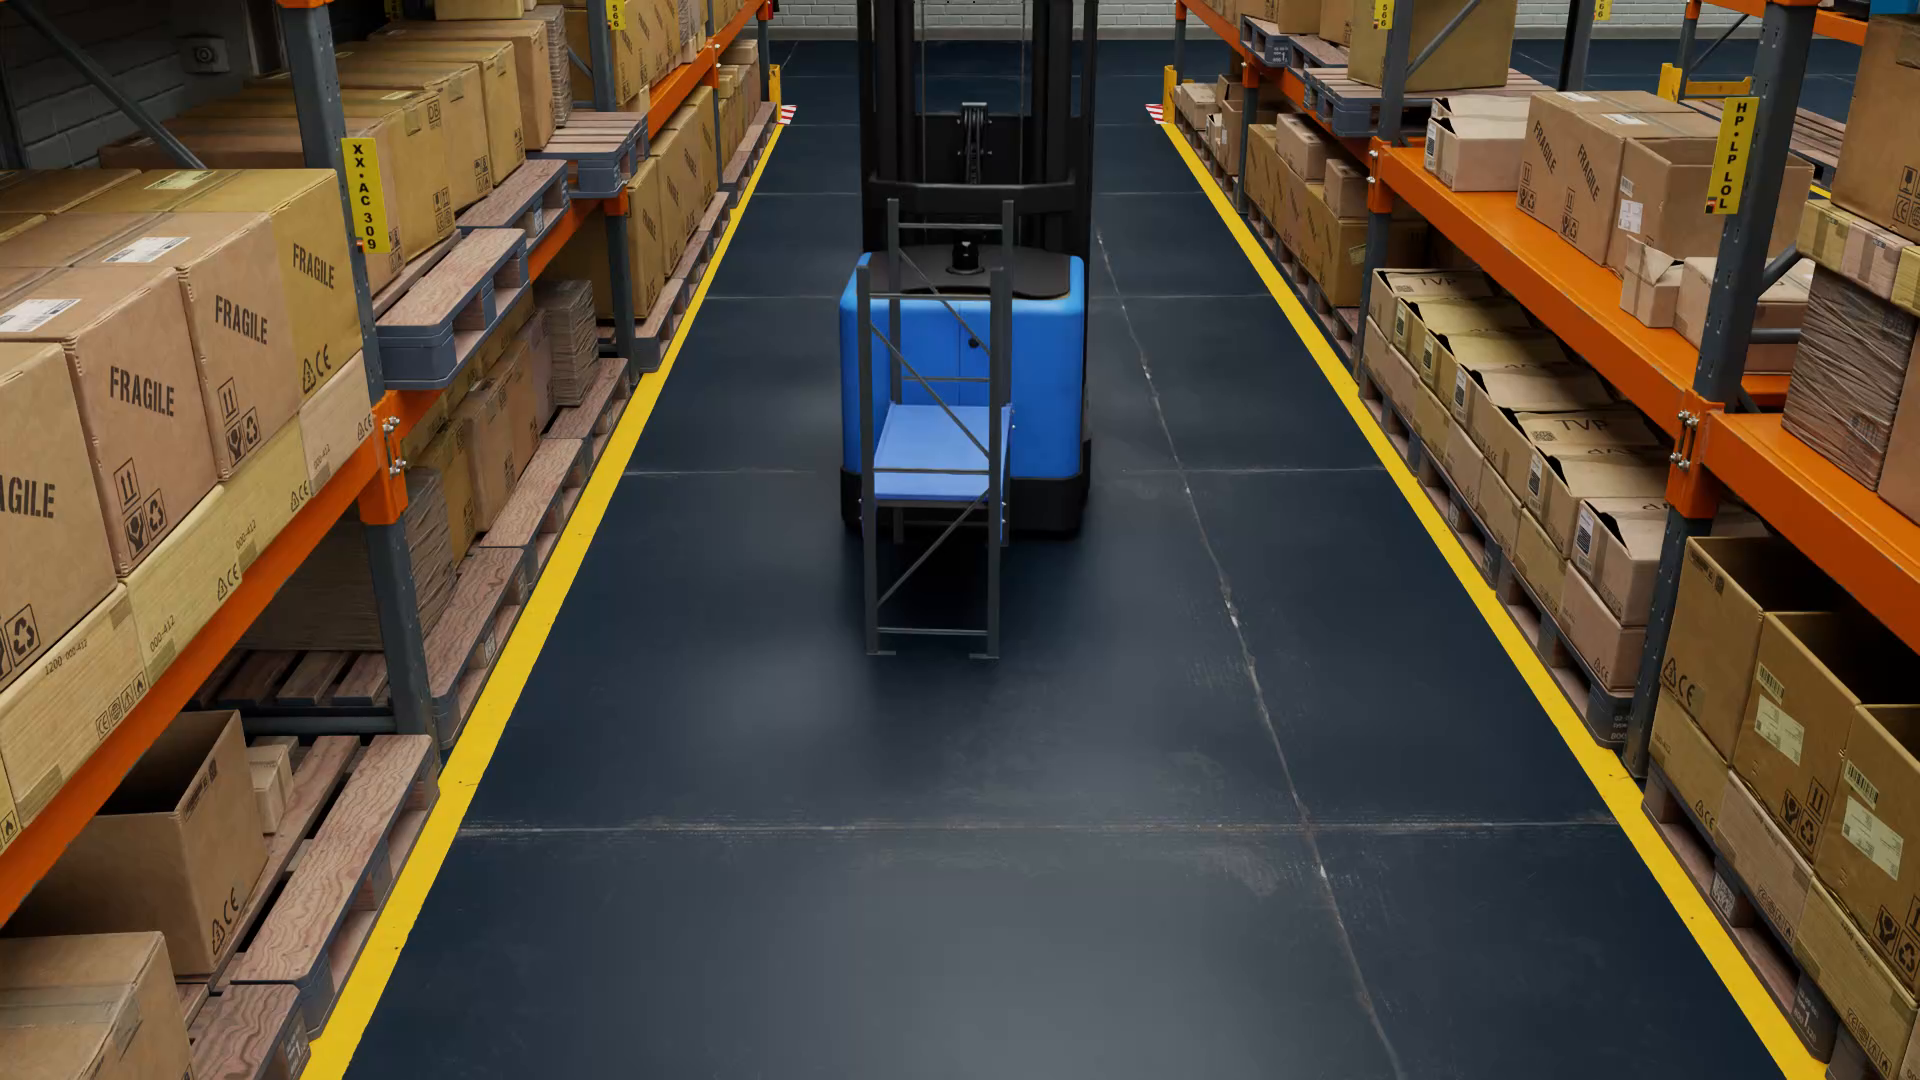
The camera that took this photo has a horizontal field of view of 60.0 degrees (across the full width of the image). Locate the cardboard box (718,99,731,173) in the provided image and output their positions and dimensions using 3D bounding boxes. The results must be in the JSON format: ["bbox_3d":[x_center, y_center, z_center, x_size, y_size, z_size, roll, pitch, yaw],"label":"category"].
[{"bbox_3d":[-2.222,-3.232,13.279,0.700,0.500,0.500,0,24,0],"label":"cardboard box"}]

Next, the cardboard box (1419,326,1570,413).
[{"bbox_3d":[2.410,-0.797,7.518,0.500,0.311,0.500,-1,24,-2],"label":"cardboard box"}]

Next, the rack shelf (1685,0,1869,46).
[{"bbox_3d":[7.569,-4.412,14.237,1.077,0.370,4.000,0,24,-1],"label":"rack shelf"}]

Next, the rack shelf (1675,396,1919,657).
[{"bbox_3d":[2.746,0.554,3.258,1.077,0.370,4.000,0,24,-1],"label":"rack shelf"}]

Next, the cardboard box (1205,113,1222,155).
[{"bbox_3d":[2.339,-3.412,13.884,0.500,0.311,0.500,0,24,-1],"label":"cardboard box"}]

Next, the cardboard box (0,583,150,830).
[{"bbox_3d":[-1.896,0.299,3.107,0.500,0.250,0.500,0,24,0],"label":"cardboard box"}]

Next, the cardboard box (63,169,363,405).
[{"bbox_3d":[-1.914,-0.663,4.324,0.500,0.500,0.500,0,24,-1],"label":"cardboard box"}]

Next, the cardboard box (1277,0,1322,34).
[{"bbox_3d":[2.490,-3.652,11.054,0.700,0.500,0.500,4,25,8],"label":"cardboard box"}]

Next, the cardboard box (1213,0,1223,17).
[{"bbox_3d":[2.360,-4.569,13.591,0.500,0.500,0.500,0,24,1],"label":"cardboard box"}]

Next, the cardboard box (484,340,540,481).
[{"bbox_3d":[-2.289,-0.570,7.370,0.700,0.500,0.500,0,24,-1],"label":"cardboard box"}]

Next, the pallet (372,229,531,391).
[{"bbox_3d":[-2.092,-0.802,5.617,1.003,0.211,1.213,0,24,-1],"label":"pallet"}]

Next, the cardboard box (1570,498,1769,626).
[{"bbox_3d":[2.433,0.042,5.663,0.500,0.311,0.500,0,24,-1],"label":"cardboard box"}]

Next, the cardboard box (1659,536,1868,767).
[{"bbox_3d":[2.417,0.314,4.832,0.500,0.500,0.500,0,24,-1],"label":"cardboard box"}]

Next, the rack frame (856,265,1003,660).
[{"bbox_3d":[-0.103,-0.245,5.971,0.500,1.500,0.032,2,24,3],"label":"rack frame"}]

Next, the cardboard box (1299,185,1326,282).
[{"bbox_3d":[2.431,-1.905,10.322,0.500,0.500,0.500,-1,24,-2],"label":"cardboard box"}]

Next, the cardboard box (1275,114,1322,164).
[{"bbox_3d":[2.410,-2.685,11.137,0.500,0.250,0.500,0,24,0],"label":"cardboard box"}]

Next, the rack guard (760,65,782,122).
[{"bbox_3d":[-2.360,-4.390,16.350,1.175,0.500,0.348,0,24,-1],"label":"rack guard"}]

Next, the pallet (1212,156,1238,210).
[{"bbox_3d":[2.631,-2.907,13.421,1.003,0.211,1.213,0,24,-1],"label":"pallet"}]

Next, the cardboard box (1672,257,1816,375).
[{"bbox_3d":[2.676,-0.732,5.411,0.500,0.250,0.500,1,24,3],"label":"cardboard box"}]

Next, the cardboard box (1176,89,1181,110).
[{"bbox_3d":[2.257,-4.175,15.746,0.380,0.166,0.250,0,24,-1],"label":"cardboard box"}]

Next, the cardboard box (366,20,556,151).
[{"bbox_3d":[-2.224,-2.045,7.476,0.700,0.500,0.500,-3,24,-6],"label":"cardboard box"}]

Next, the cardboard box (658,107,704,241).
[{"bbox_3d":[-2.166,-2.449,11.124,0.750,0.750,0.750,0,24,1],"label":"cardboard box"}]

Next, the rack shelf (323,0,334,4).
[{"bbox_3d":[-2.251,-2.437,6.232,1.077,0.370,4.000,0,24,-1],"label":"rack shelf"}]

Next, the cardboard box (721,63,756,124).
[{"bbox_3d":[-2.247,-4.077,15.149,0.700,0.500,0.500,0,24,-1],"label":"cardboard box"}]

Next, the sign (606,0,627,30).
[{"bbox_3d":[-1.730,-2.720,8.316,0.100,0.325,0.005,0,24,-1],"label":"sign"}]

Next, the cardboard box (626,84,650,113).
[{"bbox_3d":[-1.957,-2.468,9.346,0.380,0.149,0.250,0,24,1],"label":"cardboard box"}]

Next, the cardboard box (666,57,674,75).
[{"bbox_3d":[-2.059,-3.104,10.753,0.380,0.149,0.250,-1,24,-2],"label":"cardboard box"}]

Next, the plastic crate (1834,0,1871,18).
[{"bbox_3d":[7.310,-4.277,13.328,0.437,0.125,0.590,0,24,-1],"label":"plastic crate"}]

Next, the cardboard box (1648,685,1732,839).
[{"bbox_3d":[2.426,0.656,4.987,0.500,0.250,0.500,0,24,-1],"label":"cardboard box"}]

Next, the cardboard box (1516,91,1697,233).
[{"bbox_3d":[2.716,-1.600,7.027,0.500,0.500,0.500,-2,24,-3],"label":"cardboard box"}]

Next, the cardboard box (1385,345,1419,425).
[{"bbox_3d":[2.399,-0.760,8.119,0.500,0.250,0.500,-1,24,-2],"label":"cardboard box"}]

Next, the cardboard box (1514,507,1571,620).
[{"bbox_3d":[2.426,0.085,6.248,0.500,0.250,0.500,-1,24,-1],"label":"cardboard box"}]

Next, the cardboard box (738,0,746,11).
[{"bbox_3d":[-2.326,-4.832,13.929,0.980,0.700,0.700,-1,24,-3],"label":"cardboard box"}]

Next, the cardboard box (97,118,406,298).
[{"bbox_3d":[-2.200,-1.030,5.232,0.700,0.500,0.500,0,24,0],"label":"cardboard box"}]

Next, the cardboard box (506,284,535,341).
[{"bbox_3d":[-2.269,-1.094,7.618,0.500,0.250,0.500,0,24,0],"label":"cardboard box"}]

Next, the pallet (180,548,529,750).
[{"bbox_3d":[-2.239,0.376,6.163,1.003,0.211,1.213,0,24,-1],"label":"pallet"}]

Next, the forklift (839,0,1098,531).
[{"bbox_3d":[0.096,-1.944,7.991,1.130,2.935,3.031,2,24,3],"label":"forklift"}]

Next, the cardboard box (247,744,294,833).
[{"bbox_3d":[-2.193,0.737,4.886,0.380,0.166,0.250,-3,25,-7],"label":"cardboard box"}]

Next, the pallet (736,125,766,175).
[{"bbox_3d":[-2.262,-3.418,14.551,1.003,0.211,1.213,0,24,-1],"label":"pallet"}]

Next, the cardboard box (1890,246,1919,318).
[{"bbox_3d":[2.541,-0.618,4.067,0.380,0.149,0.250,-1,24,-2],"label":"cardboard box"}]

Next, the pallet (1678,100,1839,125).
[{"bbox_3d":[7.517,-3.953,15.734,1.003,0.211,1.213,0,24,-1],"label":"pallet"}]

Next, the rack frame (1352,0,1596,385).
[{"bbox_3d":[2.681,-2.246,8.577,1.000,3.000,0.127,0,24,-1],"label":"rack frame"}]

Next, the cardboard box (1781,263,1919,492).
[{"bbox_3d":[2.736,-0.461,4.507,0.700,0.500,0.500,-1,24,-2],"label":"cardboard box"}]

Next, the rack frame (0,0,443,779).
[{"bbox_3d":[-2.229,-0.574,4.880,1.000,3.000,0.127,0,24,-1],"label":"rack frame"}]

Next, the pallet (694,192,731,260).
[{"bbox_3d":[-2.232,-2.283,12.041,1.003,0.211,1.213,0,24,-1],"label":"pallet"}]

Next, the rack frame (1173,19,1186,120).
[{"bbox_3d":[2.594,-5.543,15.865,1.000,3.000,0.127,0,24,-1],"label":"rack frame"}]

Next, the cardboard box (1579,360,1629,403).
[{"bbox_3d":[2.951,-0.597,7.076,0.500,0.311,0.500,0,24,1],"label":"cardboard box"}]

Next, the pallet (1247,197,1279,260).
[{"bbox_3d":[2.684,-2.289,12.055,1.003,0.211,1.213,0,24,-1],"label":"pallet"}]

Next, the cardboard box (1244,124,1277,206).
[{"bbox_3d":[2.399,-2.756,12.202,0.500,0.500,0.500,-1,24,-3],"label":"cardboard box"}]

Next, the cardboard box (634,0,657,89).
[{"bbox_3d":[-2.018,-2.830,9.360,0.500,0.500,0.500,1,24,1],"label":"cardboard box"}]

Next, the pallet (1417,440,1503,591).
[{"bbox_3d":[2.661,-0.135,7.292,1.003,0.211,1.213,0,24,-1],"label":"pallet"}]

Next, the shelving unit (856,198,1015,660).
[{"bbox_3d":[-0.071,-0.454,6.433,0.538,1.500,1.048,2,24,3],"label":"shelving unit"}]

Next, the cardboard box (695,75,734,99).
[{"bbox_3d":[-2.043,-3.669,13.459,0.380,0.149,0.250,1,24,1],"label":"cardboard box"}]

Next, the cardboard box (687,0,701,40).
[{"bbox_3d":[-2.044,-3.662,11.199,0.500,0.500,0.500,0,24,0],"label":"cardboard box"}]

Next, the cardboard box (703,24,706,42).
[{"bbox_3d":[-2.029,-3.627,11.911,0.380,0.149,0.250,0,24,0],"label":"cardboard box"}]
